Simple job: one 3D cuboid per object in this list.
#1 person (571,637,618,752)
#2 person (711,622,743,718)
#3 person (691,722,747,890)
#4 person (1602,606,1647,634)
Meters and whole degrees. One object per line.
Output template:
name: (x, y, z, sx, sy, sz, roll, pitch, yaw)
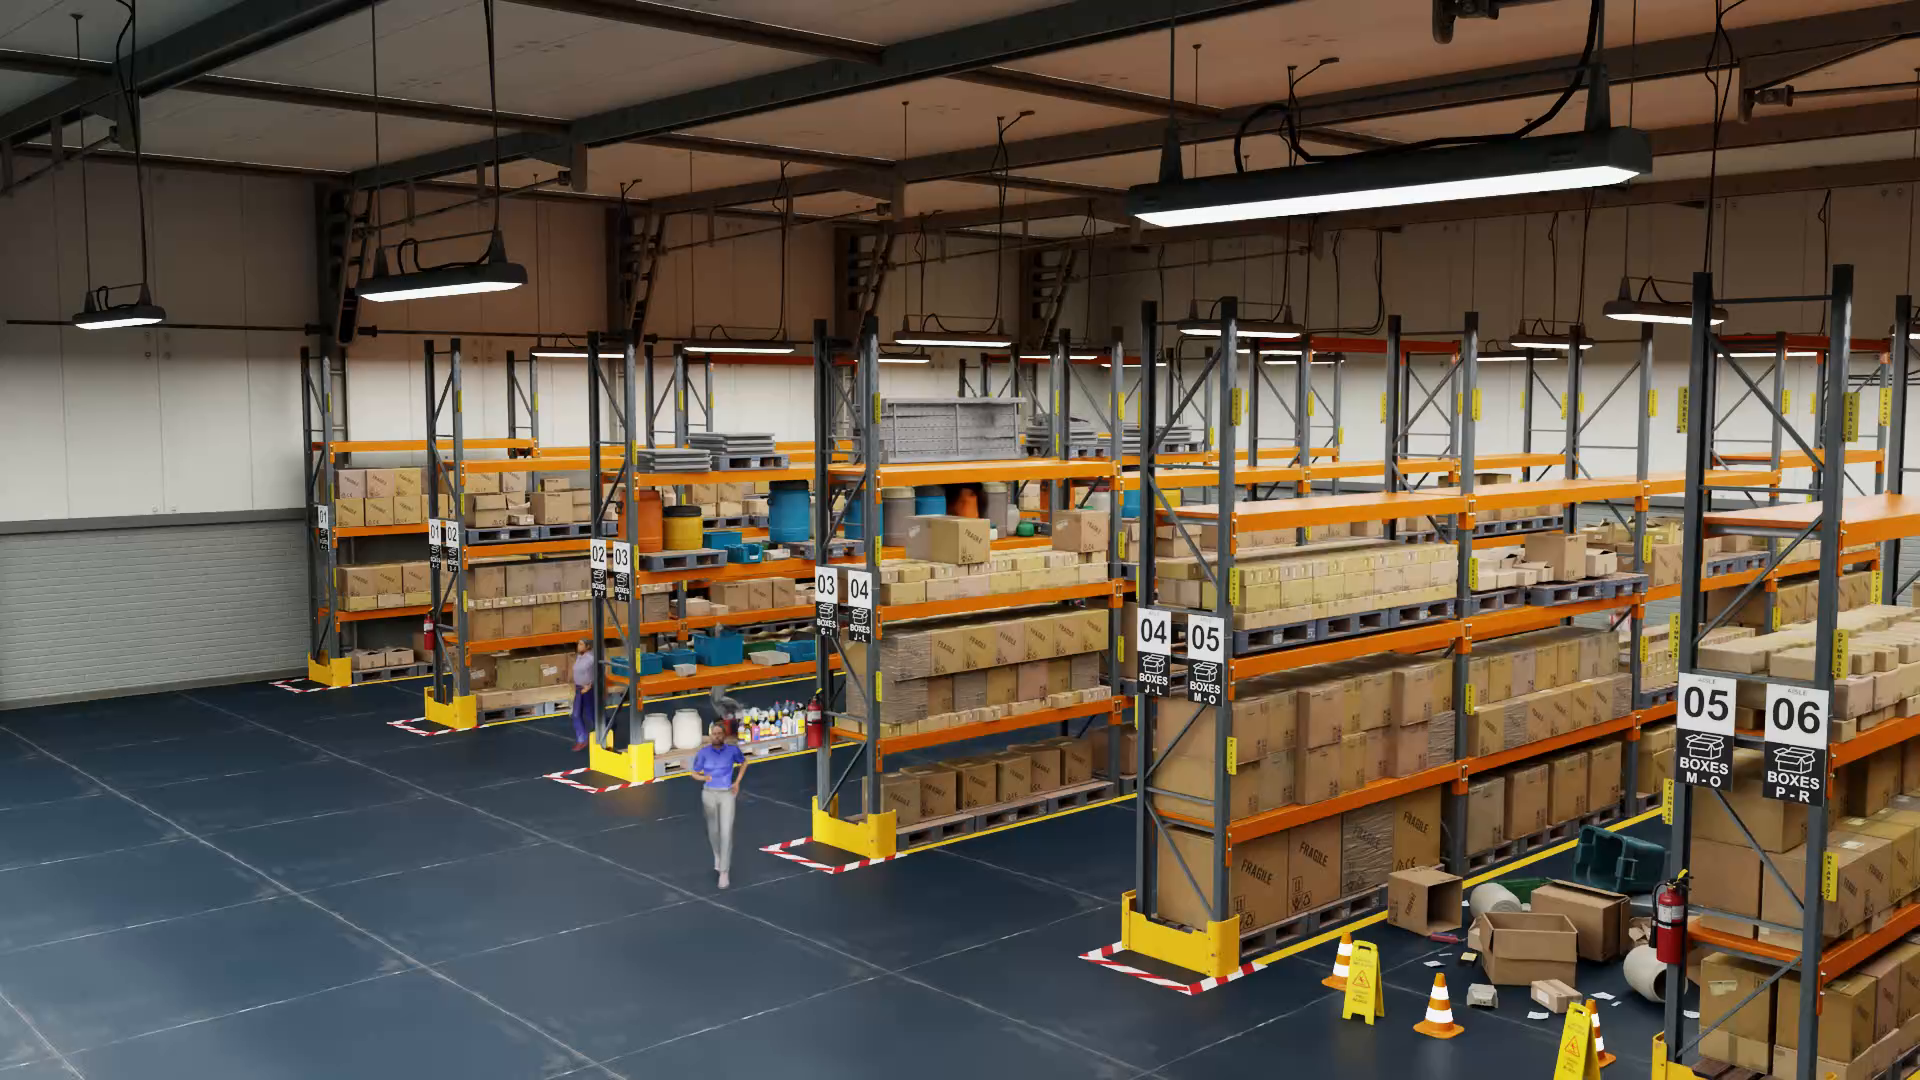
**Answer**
person: (-5.354, 2.230, 24.246, 0.608, 1.660, 0.710, 4, 7, 40)
person: (-3.670, 2.075, 25.724, 0.559, 1.644, 0.668, -5, 7, -42)
person: (-2.566, 2.780, 17.688, 0.578, 1.693, 0.802, 0, 5, -1)
person: (11.162, 1.837, 27.968, 0.715, 1.713, 0.580, 3, 6, 35)
